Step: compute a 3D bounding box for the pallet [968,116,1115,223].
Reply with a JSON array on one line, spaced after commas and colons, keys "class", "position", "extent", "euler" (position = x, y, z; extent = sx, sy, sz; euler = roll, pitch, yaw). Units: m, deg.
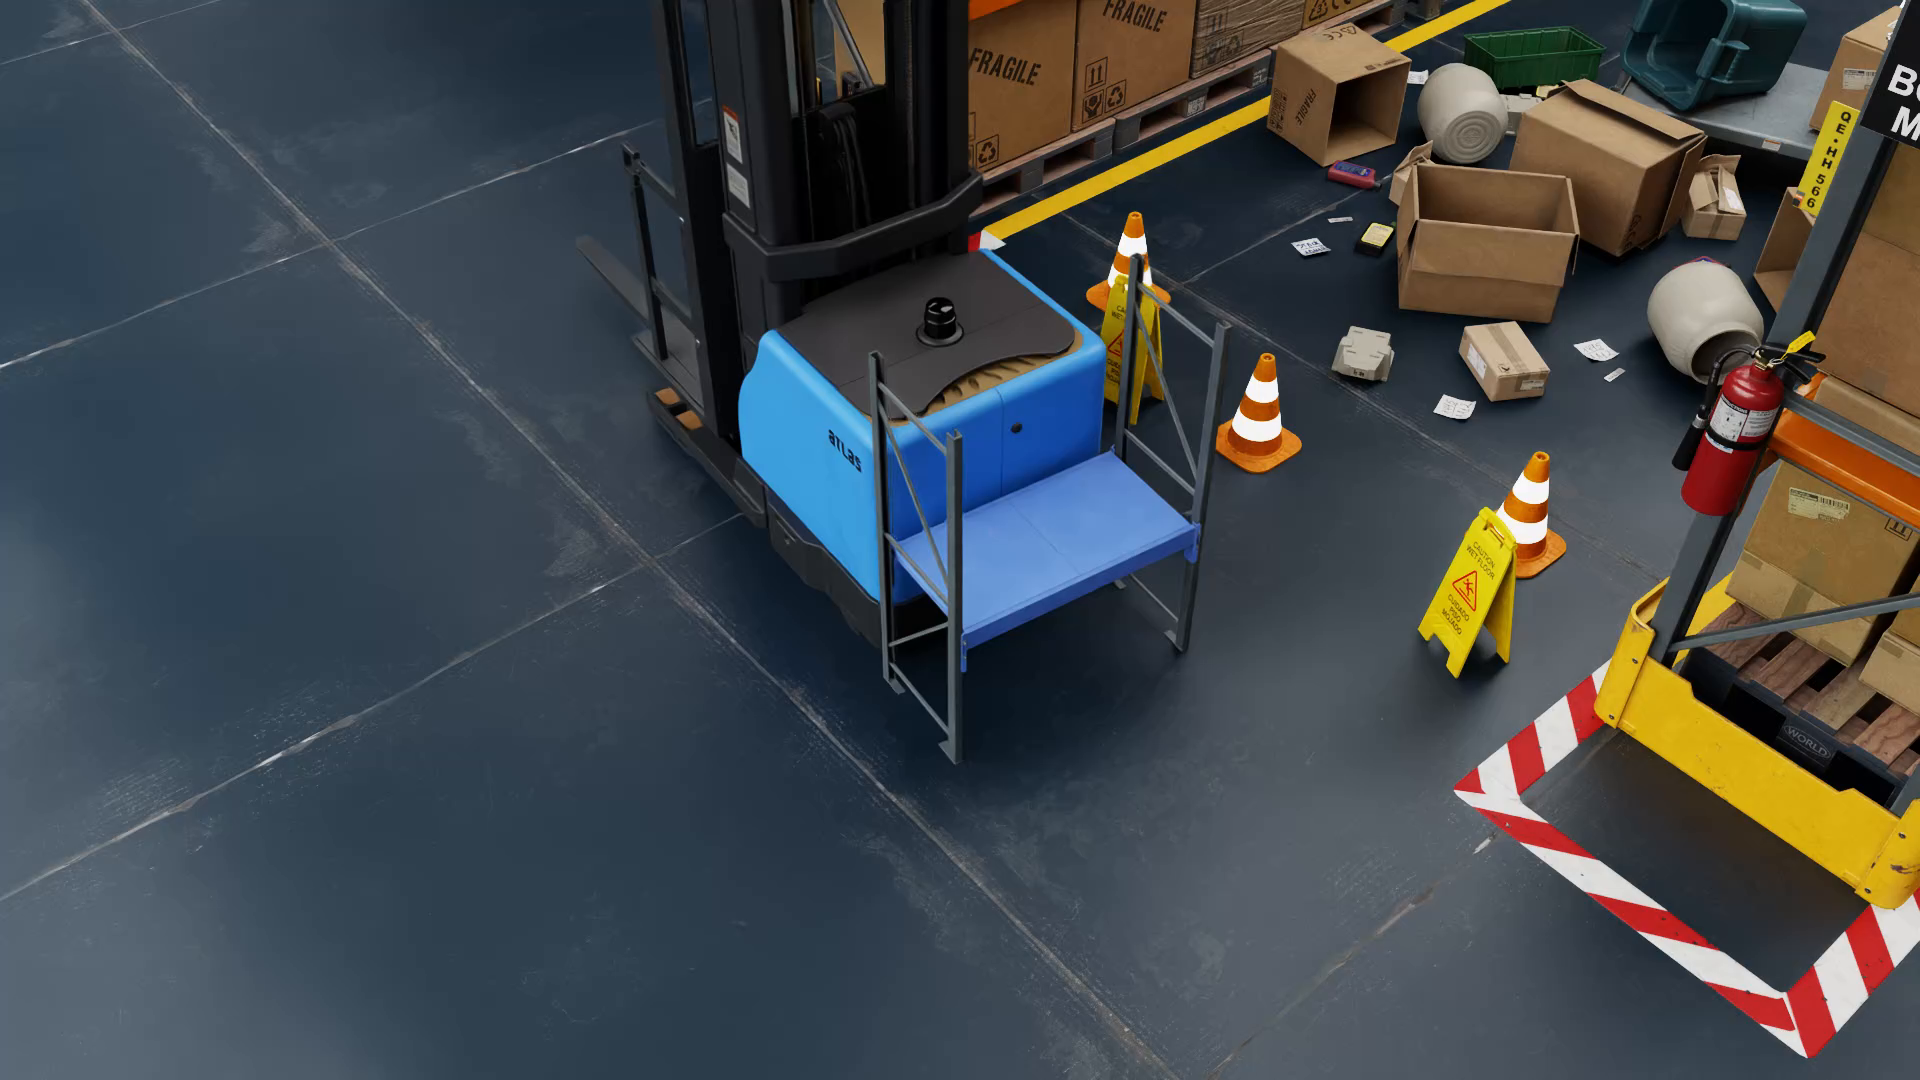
[{"class": "pallet", "position": [0.053, -2.142, 8.876], "extent": [1.213, 0.211, 1.003], "euler": [-30, 51, -28]}]

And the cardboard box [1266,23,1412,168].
[{"class": "cardboard box", "position": [2.026, -2.392, 8.930], "extent": [0.500, 0.500, 0.500], "euler": [-21, 47, -21]}]

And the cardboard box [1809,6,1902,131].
[{"class": "cardboard box", "position": [4.646, -2.254, 8.232], "extent": [0.500, 0.500, 0.500], "euler": [-30, 51, -28]}]

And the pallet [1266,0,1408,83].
[{"class": "pallet", "position": [1.924, -3.213, 10.017], "extent": [1.213, 0.211, 1.003], "euler": [-30, 51, -28]}]

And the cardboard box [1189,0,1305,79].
[{"class": "cardboard box", "position": [1.342, -3.264, 9.280], "extent": [0.875, 0.875, 0.875], "euler": [-29, 51, -28]}]

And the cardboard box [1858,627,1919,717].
[{"class": "cardboard box", "position": [3.539, 0.429, 5.804], "extent": [0.500, 0.250, 0.500], "euler": [-30, 51, -28]}]

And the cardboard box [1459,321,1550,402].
[{"class": "cardboard box", "position": [2.452, -0.808, 7.502], "extent": [0.250, 0.149, 0.380], "euler": [-7, 44, -7]}]

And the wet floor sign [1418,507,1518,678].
[{"class": "wet floor sign", "position": [1.911, 0.169, 6.099], "extent": [0.232, 0.644, 0.267], "euler": [-14, 45, -14]}]

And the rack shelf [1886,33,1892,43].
[{"class": "rack shelf", "position": [4.277, -1.921, 4.938], "extent": [4.000, 0.370, 1.077], "euler": [-30, 51, -28]}]

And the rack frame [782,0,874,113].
[{"class": "rack frame", "position": [-0.510, -2.766, 7.504], "extent": [0.127, 3.000, 1.000], "euler": [-30, 51, -28]}]

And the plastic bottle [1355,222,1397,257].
[{"class": "plastic bottle", "position": [2.091, -1.523, 8.327], "extent": [0.133, 0.061, 0.283], "euler": [22, 47, 21]}]

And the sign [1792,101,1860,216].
[{"class": "sign", "position": [2.402, -1.049, 4.599], "extent": [0.005, 0.325, 0.100], "euler": [-30, 51, -28]}]

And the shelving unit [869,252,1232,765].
[{"class": "shelving unit", "position": [0.290, -0.084, 5.744], "extent": [1.048, 1.500, 0.538], "euler": [-24, 48, -23]}]

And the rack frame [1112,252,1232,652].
[{"class": "rack frame", "position": [0.718, -0.272, 5.943], "extent": [0.032, 1.500, 0.500], "euler": [-24, 48, -23]}]

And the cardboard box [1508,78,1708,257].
[{"class": "cardboard box", "position": [3.178, -1.867, 8.271], "extent": [0.503, 0.637, 0.797], "euler": [-30, 51, -28]}]

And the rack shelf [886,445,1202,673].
[{"class": "rack shelf", "position": [0.290, 0.047, 5.867], "extent": [1.000, 0.185, 0.538], "euler": [-24, 48, -23]}]

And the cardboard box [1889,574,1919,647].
[{"class": "cardboard box", "position": [3.557, 0.145, 5.558], "extent": [0.500, 0.500, 0.500], "euler": [-32, 52, -29]}]

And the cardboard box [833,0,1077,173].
[{"class": "cardboard box", "position": [-0.033, -2.477, 8.442], "extent": [0.875, 0.875, 0.875], "euler": [-29, 51, -28]}]

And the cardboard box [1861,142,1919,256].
[{"class": "cardboard box", "position": [2.995, -1.059, 4.666], "extent": [0.500, 0.500, 0.700], "euler": [-31, 51, -29]}]

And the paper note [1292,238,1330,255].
[{"class": "paper note", "position": [1.750, -1.462, 8.286], "extent": [0.142, 0.017, 0.144], "euler": [-14, 45, -14]}]

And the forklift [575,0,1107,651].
[{"class": "forklift", "position": [-0.708, -1.627, 6.341], "extent": [1.130, 2.935, 3.031], "euler": [-25, 49, -25]}]

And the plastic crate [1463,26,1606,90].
[{"class": "plastic crate", "position": [3.265, -2.755, 9.504], "extent": [0.662, 0.188, 0.450], "euler": [-7, 34, -7]}]

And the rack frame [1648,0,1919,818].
[{"class": "rack frame", "position": [2.743, -0.211, 4.784], "extent": [0.127, 3.000, 1.000], "euler": [-30, 51, -28]}]

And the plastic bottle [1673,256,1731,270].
[{"class": "plastic bottle", "position": [3.618, -1.315, 8.105], "extent": [0.283, 0.061, 0.133], "euler": [-21, 47, -21]}]

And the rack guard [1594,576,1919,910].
[{"class": "rack guard", "position": [2.801, 0.667, 5.675], "extent": [0.348, 0.500, 1.175], "euler": [-30, 51, -28]}]

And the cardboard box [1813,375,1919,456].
[{"class": "cardboard box", "position": [2.893, -0.396, 5.164], "extent": [0.250, 0.149, 0.380], "euler": [-28, 50, -27]}]

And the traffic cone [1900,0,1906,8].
[{"class": "traffic cone", "position": [5.445, -2.975, 9.580], "extent": [0.334, 0.463, 0.336], "euler": [-30, 51, -28]}]

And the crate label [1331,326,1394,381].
[{"class": "crate label", "position": [1.836, -0.845, 7.550], "extent": [0.250, 0.136, 0.298], "euler": [14, 45, 15]}]

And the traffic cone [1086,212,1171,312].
[{"class": "traffic cone", "position": [0.808, -1.329, 7.827], "extent": [0.334, 0.463, 0.336], "euler": [-30, 51, -28]}]

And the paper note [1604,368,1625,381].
[{"class": "paper note", "position": [2.969, -0.750, 7.541], "extent": [0.123, 0.001, 0.032], "euler": [-30, 51, -28]}]

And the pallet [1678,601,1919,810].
[{"class": "pallet", "position": [3.447, 0.434, 6.134], "extent": [1.213, 0.211, 1.003], "euler": [-30, 51, -28]}]

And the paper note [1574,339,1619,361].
[{"class": "paper note", "position": [2.939, -0.879, 7.672], "extent": [0.142, 0.019, 0.148], "euler": [-14, 45, -14]}]

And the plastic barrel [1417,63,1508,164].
[{"class": "plastic barrel", "position": [2.672, -2.280, 8.868], "extent": [0.421, 0.421, 0.512], "euler": [0, 43, 0]}]
